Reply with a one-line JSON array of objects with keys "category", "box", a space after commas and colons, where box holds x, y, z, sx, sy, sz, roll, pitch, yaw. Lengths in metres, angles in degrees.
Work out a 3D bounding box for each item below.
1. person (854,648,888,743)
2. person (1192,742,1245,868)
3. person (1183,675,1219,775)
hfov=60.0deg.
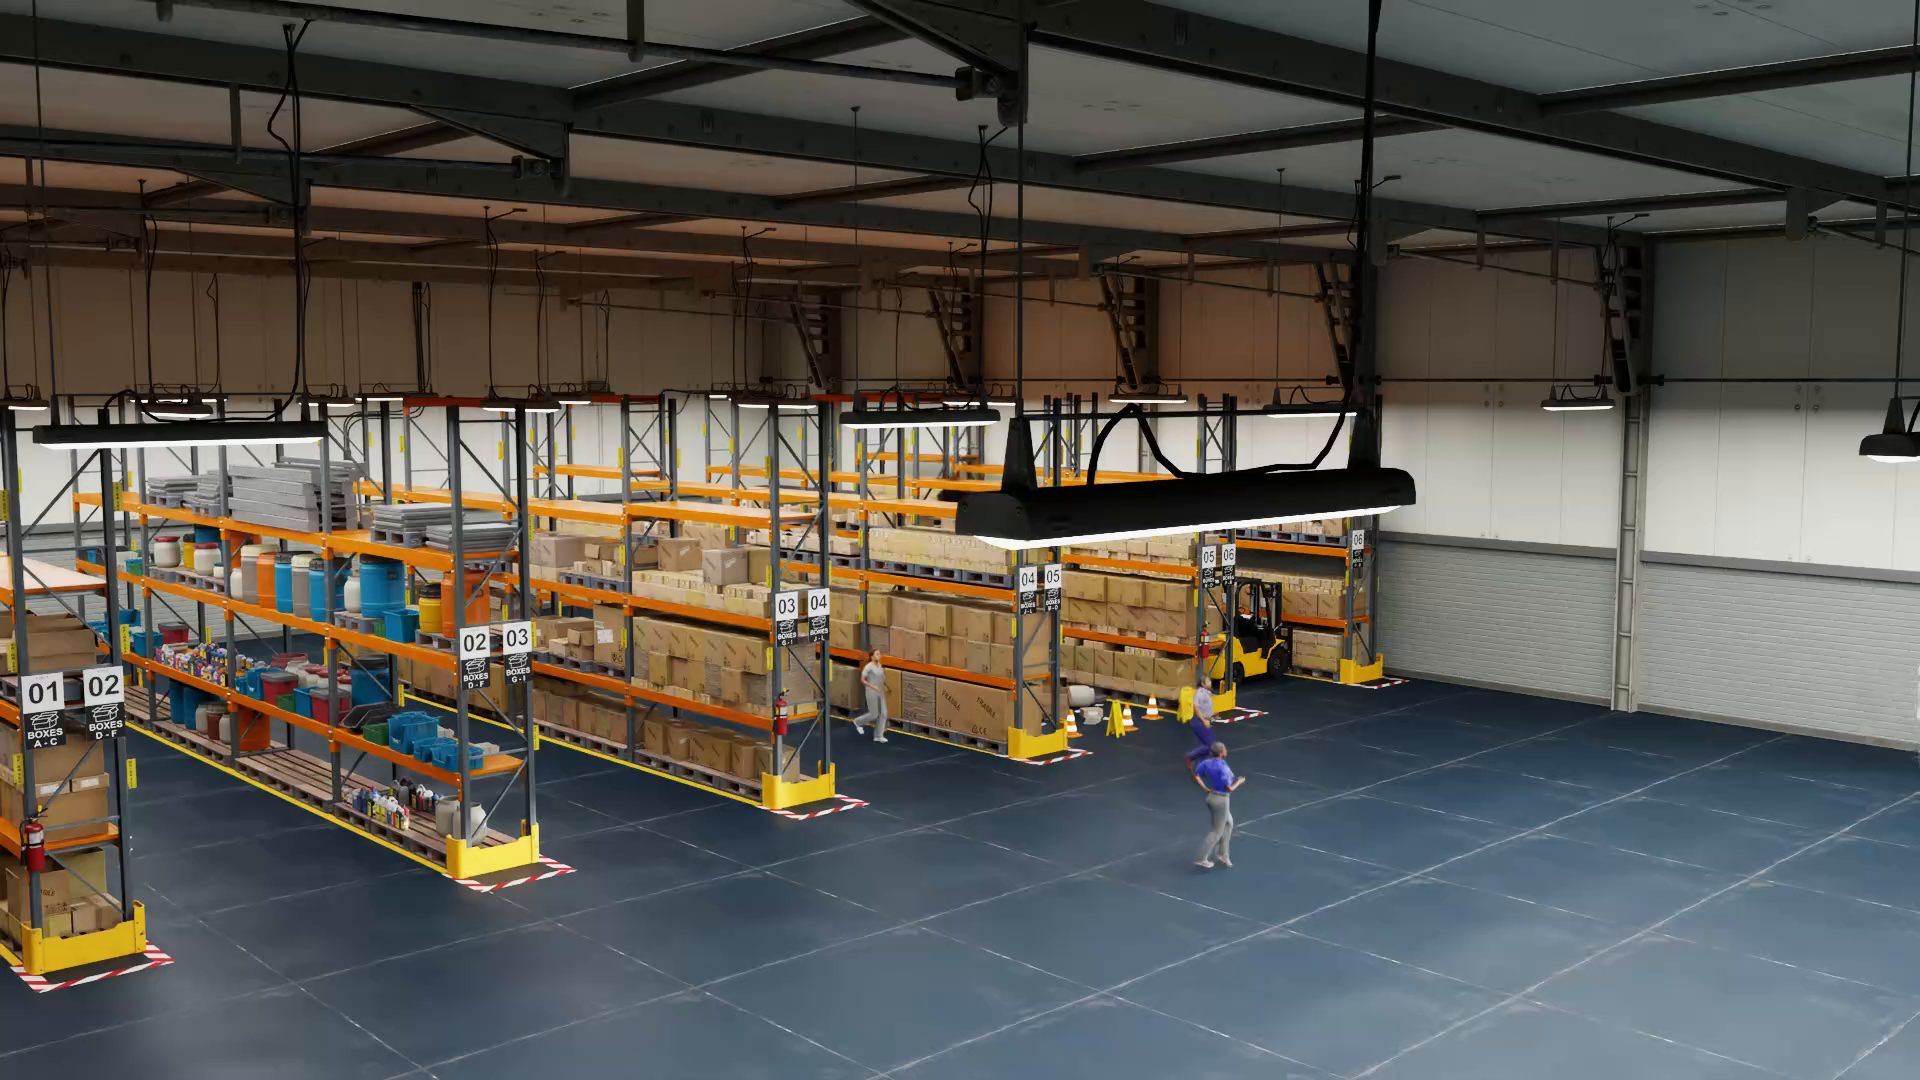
[{"category": "person", "box": [-1.527, 2.696, 29.110, 0.752, 1.643, 0.563, 4, 7, 37]}, {"category": "person", "box": [3.330, 3.440, 21.440, 0.714, 1.715, 0.556, -2, 6, -17]}, {"category": "person", "box": [3.870, 2.965, 26.673, 0.589, 1.619, 0.599, 0, 6, 4]}]
